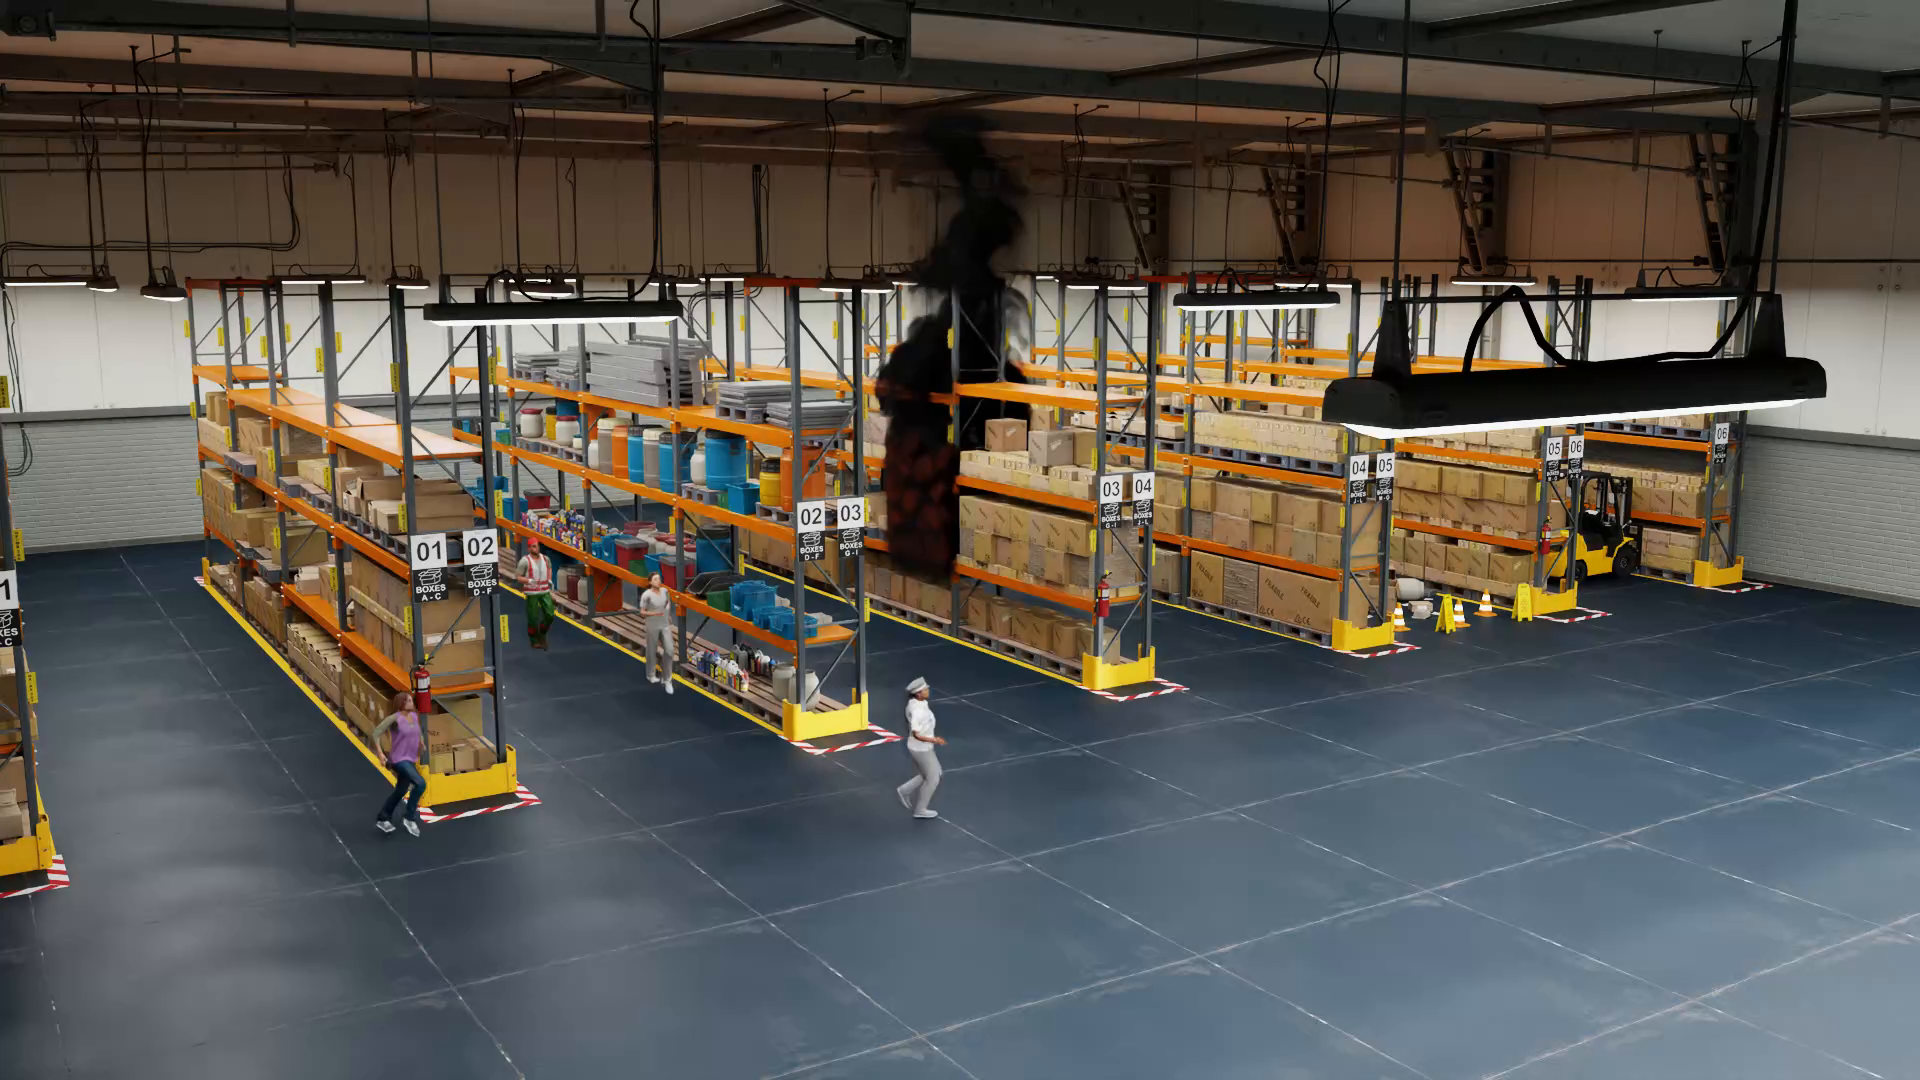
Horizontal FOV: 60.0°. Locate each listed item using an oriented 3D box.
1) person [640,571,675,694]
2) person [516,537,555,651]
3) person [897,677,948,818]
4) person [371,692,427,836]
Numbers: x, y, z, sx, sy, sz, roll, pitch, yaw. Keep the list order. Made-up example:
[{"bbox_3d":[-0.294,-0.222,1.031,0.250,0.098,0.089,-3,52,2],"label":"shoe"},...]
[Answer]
[{"bbox_3d":[-4.291,1.305,23.641,0.542,1.763,0.711,-6,11,-33],"label":"person"},{"bbox_3d":[-6.546,0.861,25.906,0.640,1.808,0.604,-7,12,-37],"label":"person"},{"bbox_3d":[-0.425,2.368,18.985,0.557,1.641,0.572,-1,10,-4],"label":"person"},{"bbox_3d":[-6.190,2.575,18.557,0.636,1.339,0.529,3,10,16],"label":"person"}]
